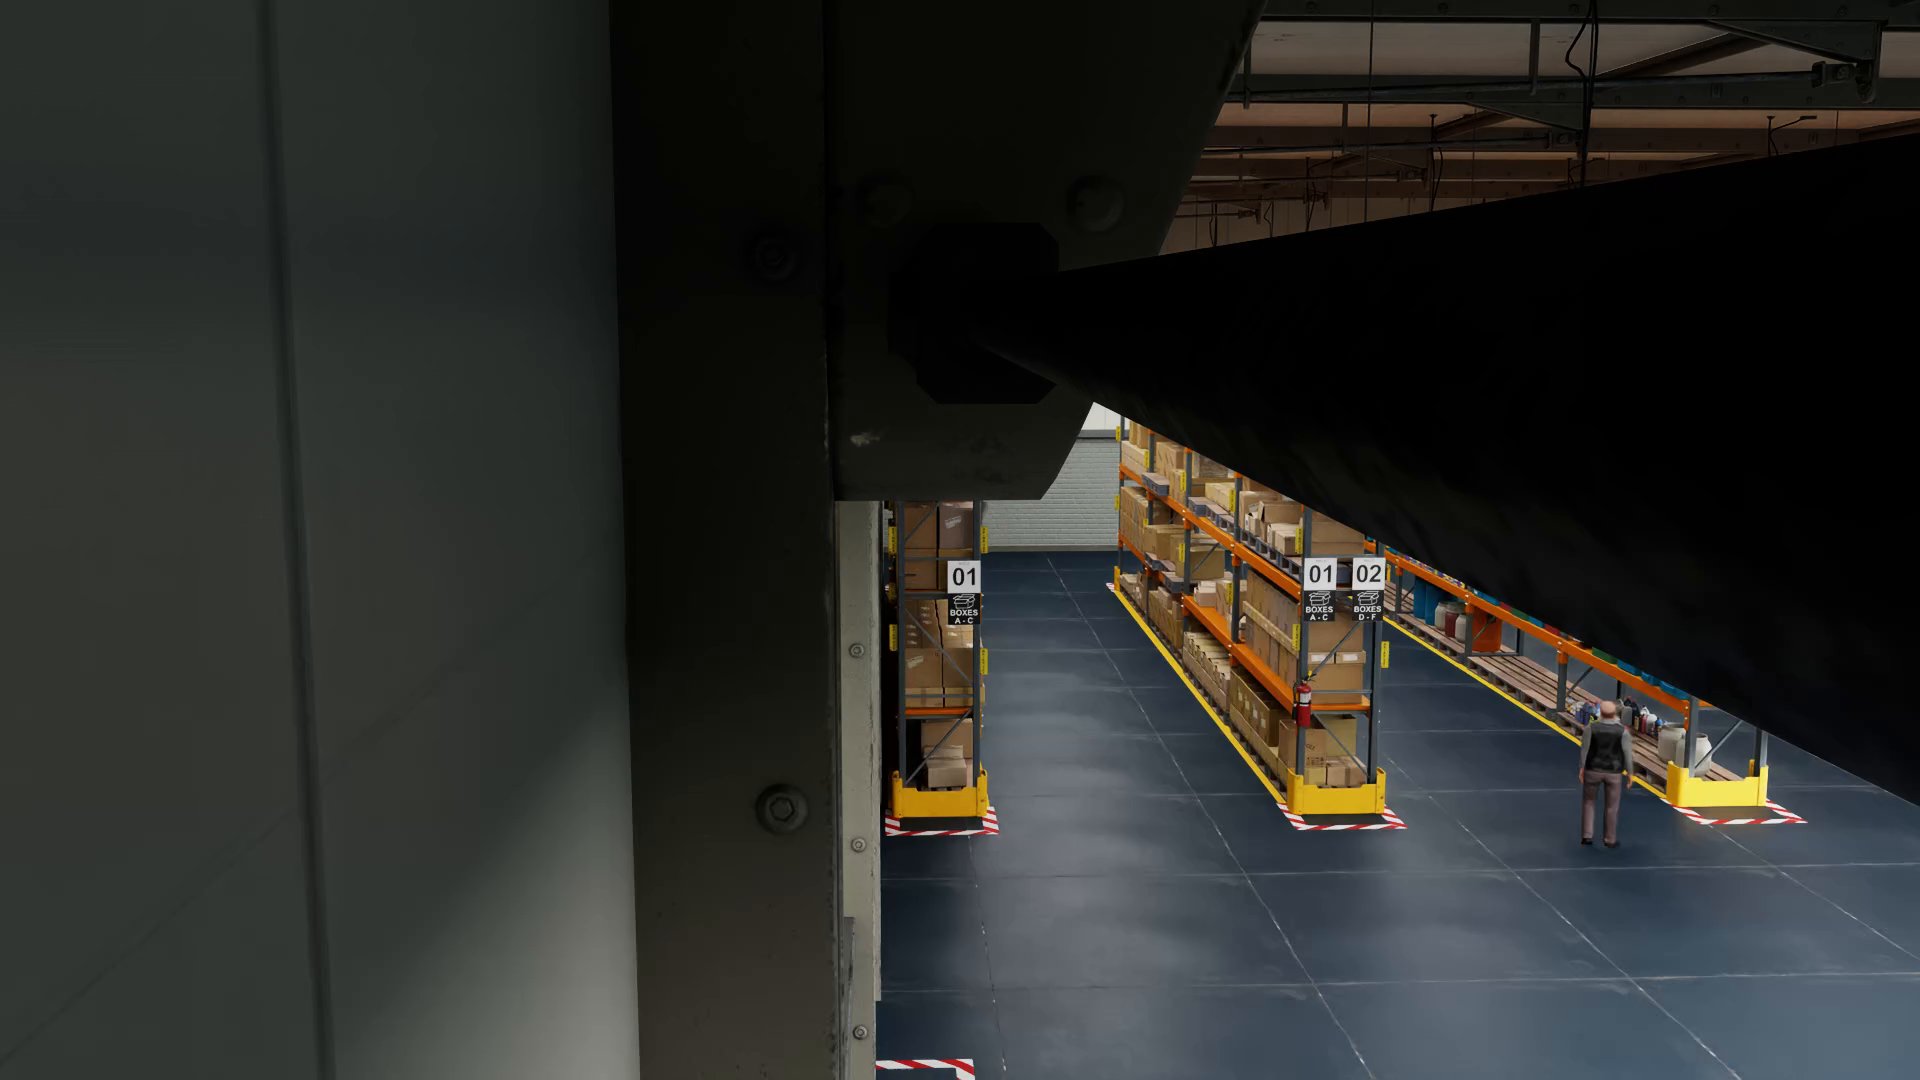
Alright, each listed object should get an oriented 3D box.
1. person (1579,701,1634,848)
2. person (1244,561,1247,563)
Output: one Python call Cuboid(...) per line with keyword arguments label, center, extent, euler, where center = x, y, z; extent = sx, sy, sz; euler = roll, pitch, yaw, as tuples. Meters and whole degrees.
Cuboid(label="person", center=(7.506, 2.752, 19.320), extent=(0.593, 1.807, 0.402), euler=(4, 9, 26))
Cuboid(label="person", center=(7.043, -0.247, 40.132), extent=(0.427, 1.603, 0.471), euler=(5, 10, 33))
